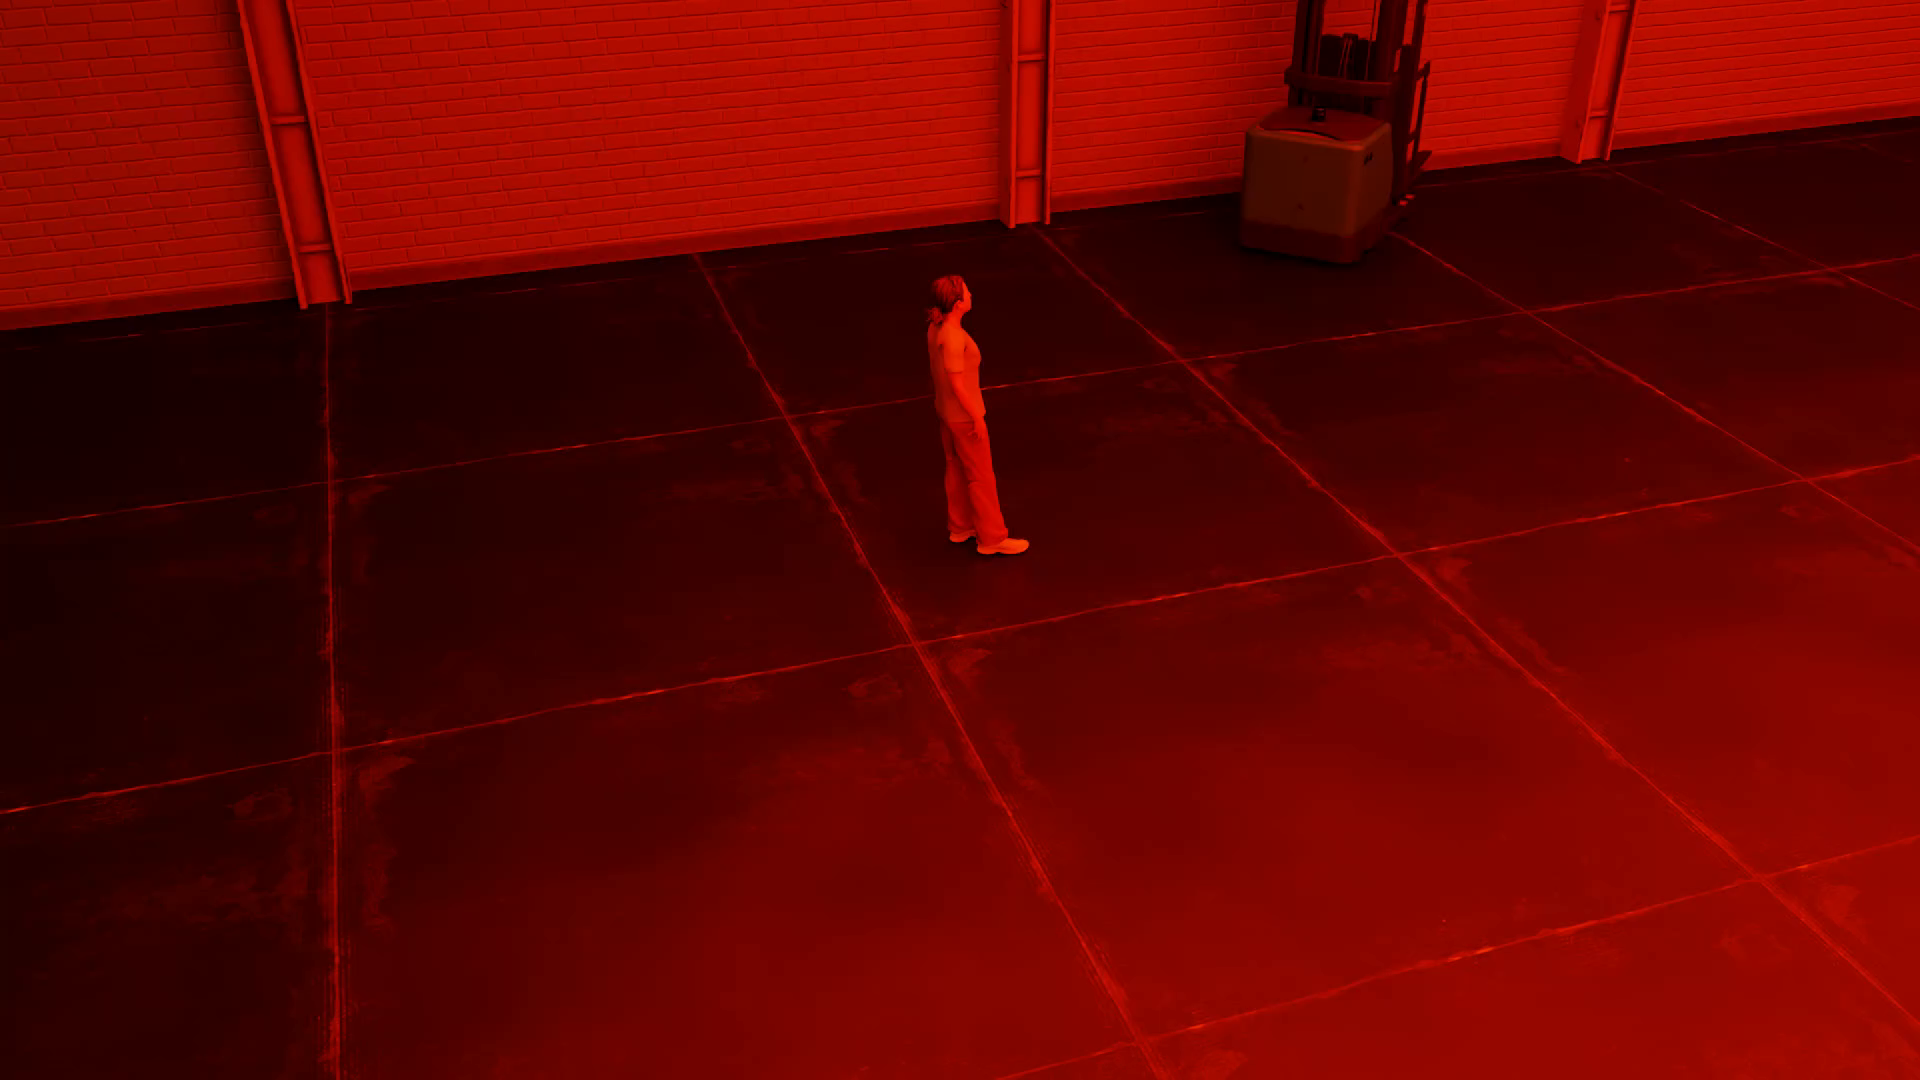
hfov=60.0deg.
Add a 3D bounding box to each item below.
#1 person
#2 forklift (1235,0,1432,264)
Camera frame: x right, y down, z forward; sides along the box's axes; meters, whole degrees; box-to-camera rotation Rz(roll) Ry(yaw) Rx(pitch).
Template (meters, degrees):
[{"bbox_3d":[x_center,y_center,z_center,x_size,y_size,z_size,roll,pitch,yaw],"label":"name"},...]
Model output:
[{"bbox_3d":[0.074,-0.739,9.615,0.548,1.673,0.553,-10,31,-16],"label":"person"},{"bbox_3d":[3.538,-4.281,14.528,1.130,2.935,3.031,16,34,25],"label":"forklift"}]
